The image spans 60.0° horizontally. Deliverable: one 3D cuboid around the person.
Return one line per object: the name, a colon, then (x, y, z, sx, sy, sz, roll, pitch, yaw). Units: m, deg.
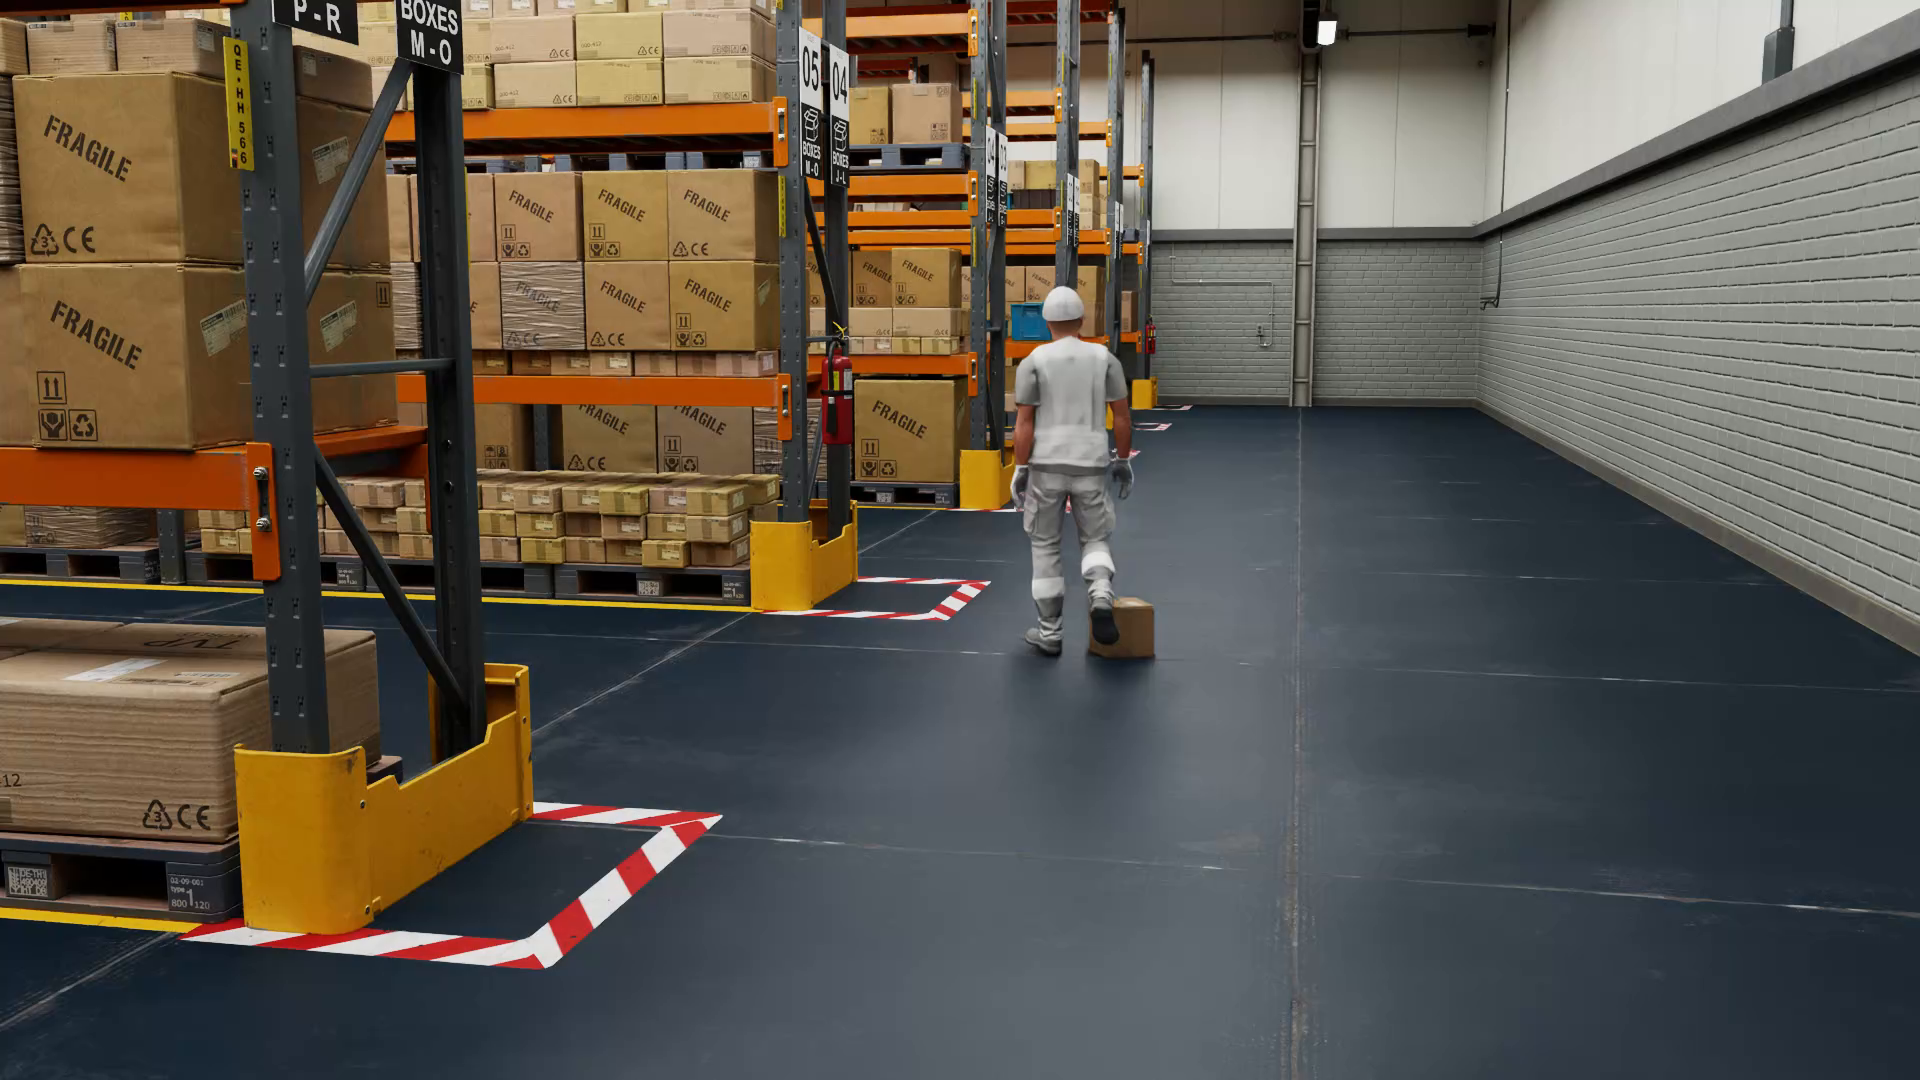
person: (0.553, -0.322, 7.967, 0.610, 1.778, 0.614, -1, 8, -5)
